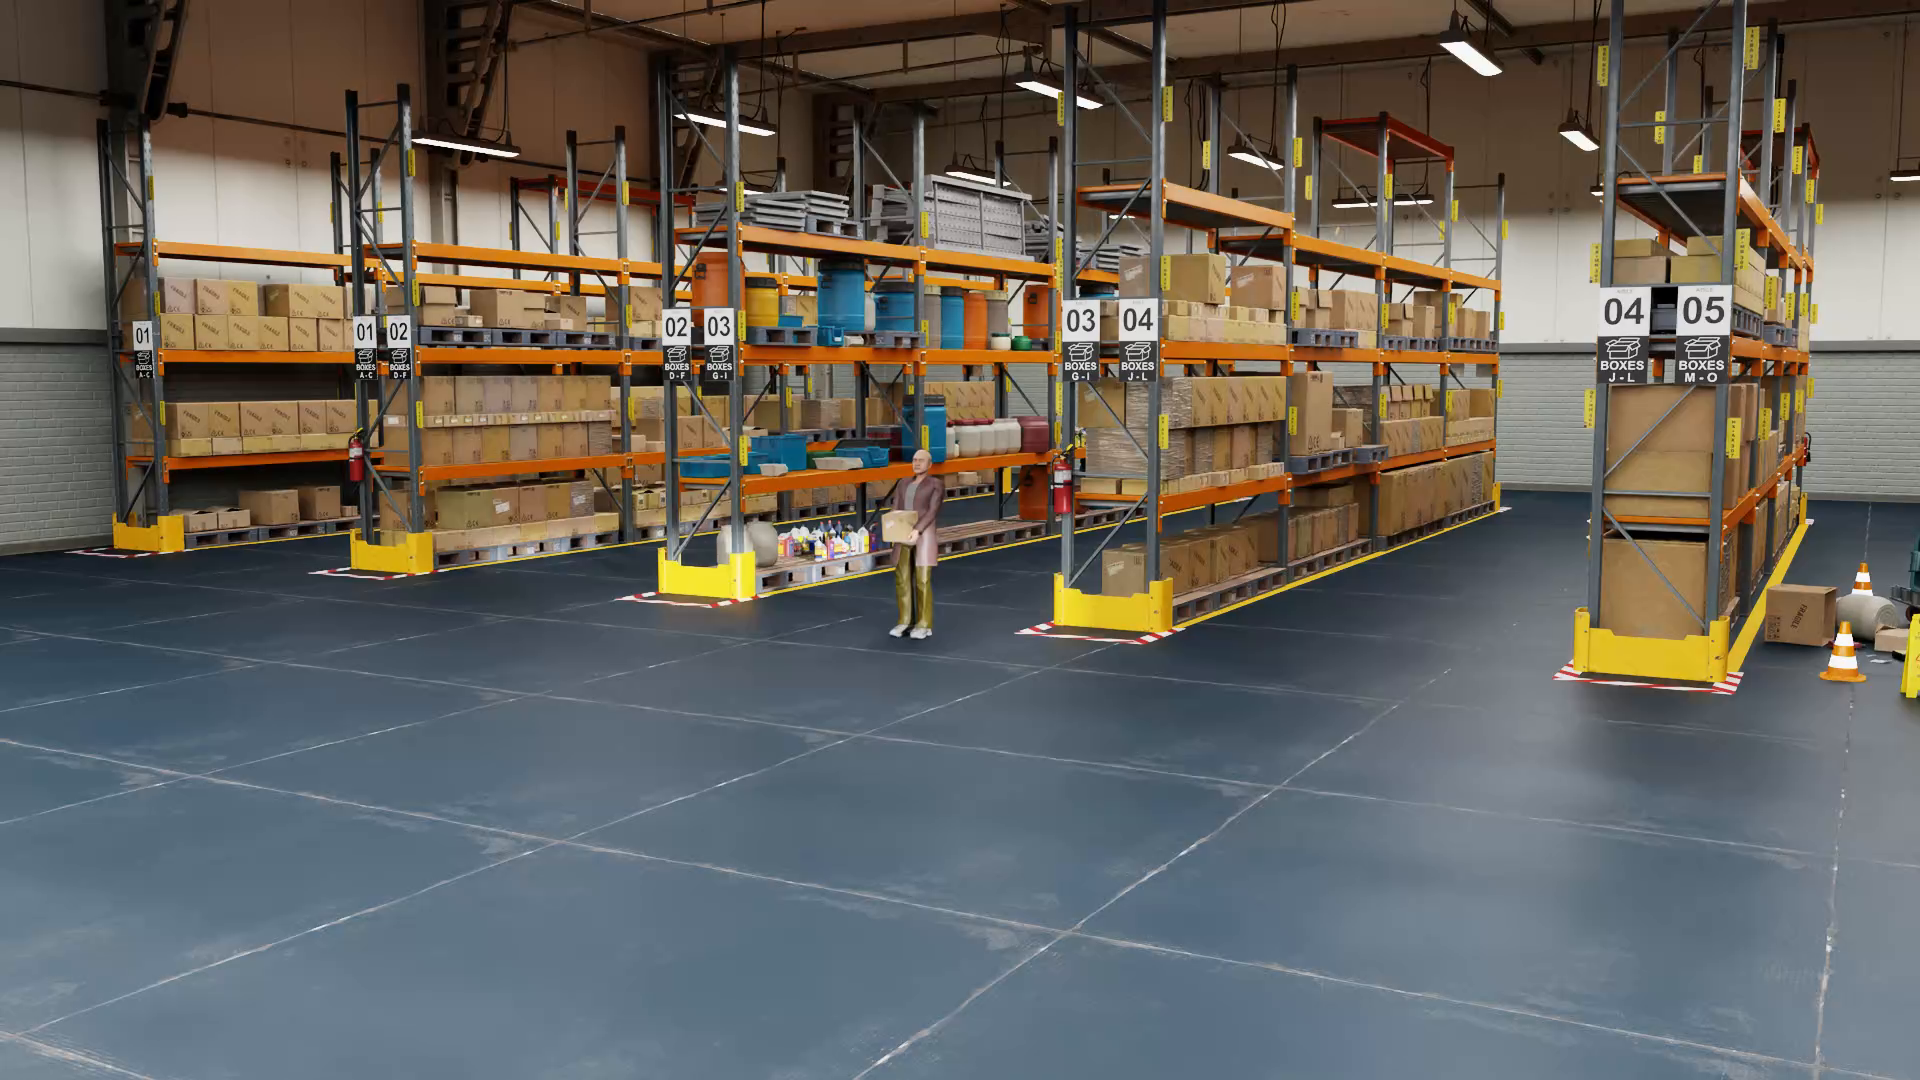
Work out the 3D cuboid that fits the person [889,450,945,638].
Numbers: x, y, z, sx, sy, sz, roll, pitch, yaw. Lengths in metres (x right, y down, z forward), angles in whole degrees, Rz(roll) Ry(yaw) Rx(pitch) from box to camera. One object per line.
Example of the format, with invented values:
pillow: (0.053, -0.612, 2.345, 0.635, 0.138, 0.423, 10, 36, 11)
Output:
person: (-0.457, 0.038, 15.716, 0.530, 1.769, 0.555, 3, 7, 29)
